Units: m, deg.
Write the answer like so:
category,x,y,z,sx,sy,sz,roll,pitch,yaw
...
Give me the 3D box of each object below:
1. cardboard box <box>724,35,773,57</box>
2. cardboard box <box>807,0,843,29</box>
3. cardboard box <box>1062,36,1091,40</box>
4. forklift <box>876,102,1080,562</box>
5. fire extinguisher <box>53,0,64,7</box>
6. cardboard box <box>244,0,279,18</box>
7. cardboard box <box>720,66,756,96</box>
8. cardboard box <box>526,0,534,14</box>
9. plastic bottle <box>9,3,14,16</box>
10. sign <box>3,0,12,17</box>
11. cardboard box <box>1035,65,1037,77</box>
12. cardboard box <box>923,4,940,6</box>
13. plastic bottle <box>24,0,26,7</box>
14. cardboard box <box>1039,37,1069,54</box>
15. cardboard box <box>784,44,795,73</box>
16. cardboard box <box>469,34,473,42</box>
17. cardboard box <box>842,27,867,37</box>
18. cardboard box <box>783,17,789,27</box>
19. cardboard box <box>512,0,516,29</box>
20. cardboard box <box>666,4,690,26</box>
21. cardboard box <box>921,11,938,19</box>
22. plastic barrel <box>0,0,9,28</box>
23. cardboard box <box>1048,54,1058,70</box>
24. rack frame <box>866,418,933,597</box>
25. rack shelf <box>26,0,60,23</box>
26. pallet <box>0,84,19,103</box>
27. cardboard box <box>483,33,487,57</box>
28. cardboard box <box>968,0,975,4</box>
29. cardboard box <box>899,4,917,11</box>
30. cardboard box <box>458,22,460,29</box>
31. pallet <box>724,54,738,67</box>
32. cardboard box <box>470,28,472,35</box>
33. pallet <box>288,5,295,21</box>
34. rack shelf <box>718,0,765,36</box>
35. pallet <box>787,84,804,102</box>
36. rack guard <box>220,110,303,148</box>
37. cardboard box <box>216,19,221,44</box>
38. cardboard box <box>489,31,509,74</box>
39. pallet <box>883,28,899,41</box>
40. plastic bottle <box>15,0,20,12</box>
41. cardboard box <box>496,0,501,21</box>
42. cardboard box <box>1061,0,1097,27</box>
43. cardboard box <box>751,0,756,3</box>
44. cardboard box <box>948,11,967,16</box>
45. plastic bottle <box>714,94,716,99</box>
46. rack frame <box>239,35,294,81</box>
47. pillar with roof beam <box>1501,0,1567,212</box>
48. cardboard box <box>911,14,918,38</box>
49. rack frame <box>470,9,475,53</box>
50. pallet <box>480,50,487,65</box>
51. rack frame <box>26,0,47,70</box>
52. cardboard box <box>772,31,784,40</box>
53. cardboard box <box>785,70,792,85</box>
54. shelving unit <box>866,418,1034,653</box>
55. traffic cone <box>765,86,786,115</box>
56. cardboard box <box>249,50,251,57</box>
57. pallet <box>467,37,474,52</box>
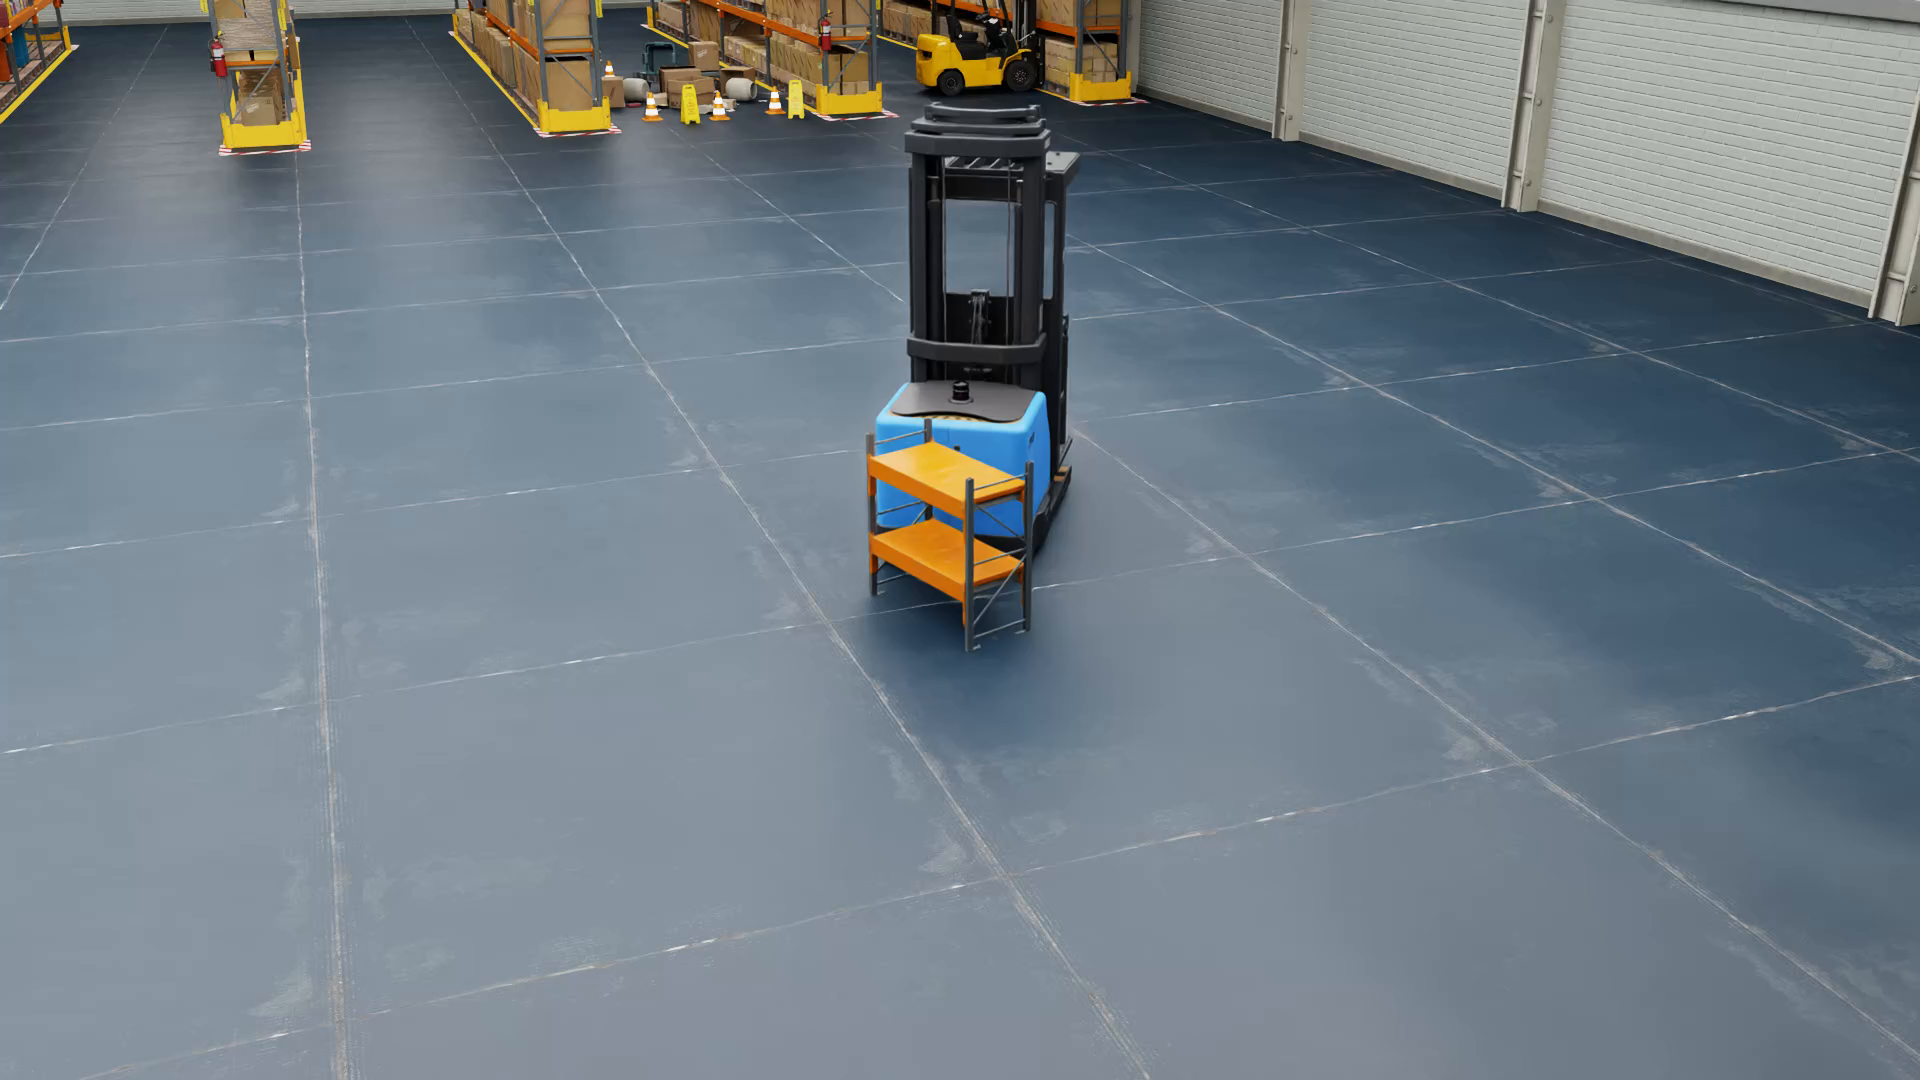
category,x,y,z,sx,sy,sz,roll,pitch,yaw
cardboard box,-4.612,-10.812,36.383,0.950,0.372,0.625,-10,25,-23
cardboard box,-2.426,-9.472,29.848,0.500,0.500,0.500,-9,24,-20
cardboard box,2.327,-9.763,32.765,0.500,0.250,0.500,-9,24,-19
forklift,0.237,-1.690,11.987,1.130,2.935,3.031,5,23,11
fire extinguisher,-21.161,-12.813,38.868,0.296,0.674,0.183,-8,24,-19
cardboard box,-11.187,-8.650,26.613,0.500,0.500,0.500,-8,24,-19
cardboard box,-4.284,-8.856,32.114,0.500,0.500,0.500,8,24,18
cardboard box,-6.947,-9.307,28.387,0.875,0.550,0.550,-8,24,-19
plastic bottle,-18.981,-10.604,33.213,0.097,0.271,0.097,0,23,0
sign,-18.195,-10.150,31.759,0.100,0.325,0.005,-8,24,-19
cardboard box,1.665,-9.416,33.228,0.500,0.250,0.500,-8,24,-17
cardboard box,-0.676,-12.954,40.464,0.380,0.149,0.250,-8,24,-18
plastic bottle,-19.678,-11.294,34.844,0.152,0.276,0.135,-8,24,-19
cardboard box,1.838,-9.690,32.590,0.500,0.250,0.500,-8,24,-18
cardboard box,-3.052,-9.222,31.801,0.500,0.500,0.500,-7,24,-16
cardboard box,-11.268,-11.749,38.893,0.380,0.149,0.250,-8,24,-18
cardboard box,-1.902,-9.165,29.956,0.380,0.149,0.250,-8,24,-19
cardboard box,-3.135,-9.842,31.563,0.380,0.149,0.250,-8,24,-19
cardboard box,-7.843,-9.803,30.954,0.875,0.550,0.550,-8,24,-19
cardboard box,-6.971,-13.398,42.434,0.875,0.438,0.875,-8,24,-18
cardboard box,-0.697,-12.298,38.910,0.380,0.149,0.250,-10,25,-22
plastic barrel,-18.260,-9.932,31.278,0.600,0.536,0.708,-8,24,-19
cardboard box,2.035,-9.286,32.276,0.500,0.250,0.500,-9,24,-20
rack frame,-0.387,-0.208,10.794,0.500,1.125,0.032,-17,28,-34
rack shelf,-20.827,-11.845,36.918,1.077,0.370,4.000,-8,24,-19
pallet,-18.470,-8.425,31.467,1.003,0.211,1.213,-8,24,-19
cardboard box,-10.054,-10.754,36.080,0.500,0.500,0.500,-7,24,-17
cardboard box,0.501,-11.709,35.863,0.500,0.250,0.500,-8,24,-19
cardboard box,-1.261,-12.970,40.503,0.380,0.149,0.250,-8,24,-19
cardboard box,-12.338,-12.872,41.558,0.380,0.149,0.250,-8,24,-18
pallet,-4.528,-10.467,36.311,1.003,0.211,1.213,-8,24,-19
cardboard box,-11.219,-11.861,38.776,0.380,0.149,0.250,-8,24,-18
pallet,-13.722,-10.343,32.676,1.213,0.211,1.003,-8,24,-19
rack shelf,-4.096,-10.978,34.860,1.077,0.370,4.000,-8,24,-19
pallet,-2.684,-8.614,31.916,1.003,0.211,1.213,-8,24,-19
rack guard,-11.274,-6.645,26.872,1.175,0.500,0.348,-8,24,-19
cardboard box,-11.705,-8.321,27.119,0.875,0.500,0.500,-8,24,-19
cardboard box,-8.955,-9.926,33.794,1.050,0.750,0.750,-8,24,-18
pallet,-1.250,-12.596,41.364,1.003,0.211,1.213,-8,24,-19
plastic bottle,-19.324,-10.929,33.978,0.152,0.276,0.135,-8,24,-19
cardboard box,-8.776,-10.433,32.512,0.500,0.500,0.500,-8,24,-18
cardboard box,2.247,-10.000,31.486,0.500,0.500,0.500,-9,24,-20
cardboard box,-4.031,-10.996,33.760,0.380,0.149,0.250,-9,24,-20
cardboard box,-0.053,-12.291,38.892,0.380,0.149,0.250,-7,24,-16
plastic bottle,-4.688,-8.502,31.843,0.133,0.061,0.283,-4,23,-10
rack frame,-14.073,-10.676,33.218,1.000,3.000,0.127,-8,24,-19
pillar with roof beam,3.475,-8.002,19.149,9.100,9.000,0.400,-8,24,-19
cardboard box,-0.865,-12.257,39.647,0.500,0.500,0.500,-7,24,-17
rack frame,-10.811,-12.773,38.194,1.000,3.000,0.127,-8,24,-19
pallet,-10.099,-10.762,37.011,1.003,0.211,1.213,-8,24,-19
rack frame,-20.120,-11.450,35.054,1.000,3.000,0.127,-8,24,-19
cardboard box,-3.445,-9.848,32.453,0.380,0.149,0.250,-8,24,-18
cardboard box,-3.044,-8.873,31.939,0.500,0.250,0.500,-9,24,-20
shelving unit,-0.075,-0.052,10.424,0.538,1.125,1.048,-17,28,-34
traffic cone,-3.335,-7.939,29.991,0.336,0.463,0.334,-8,24,-19
cardboard box,-11.629,-7.820,26.764,0.380,0.149,0.250,-8,24,-19
pallet,-11.081,-11.728,39.303,1.003,0.211,1.213,-8,24,-19
